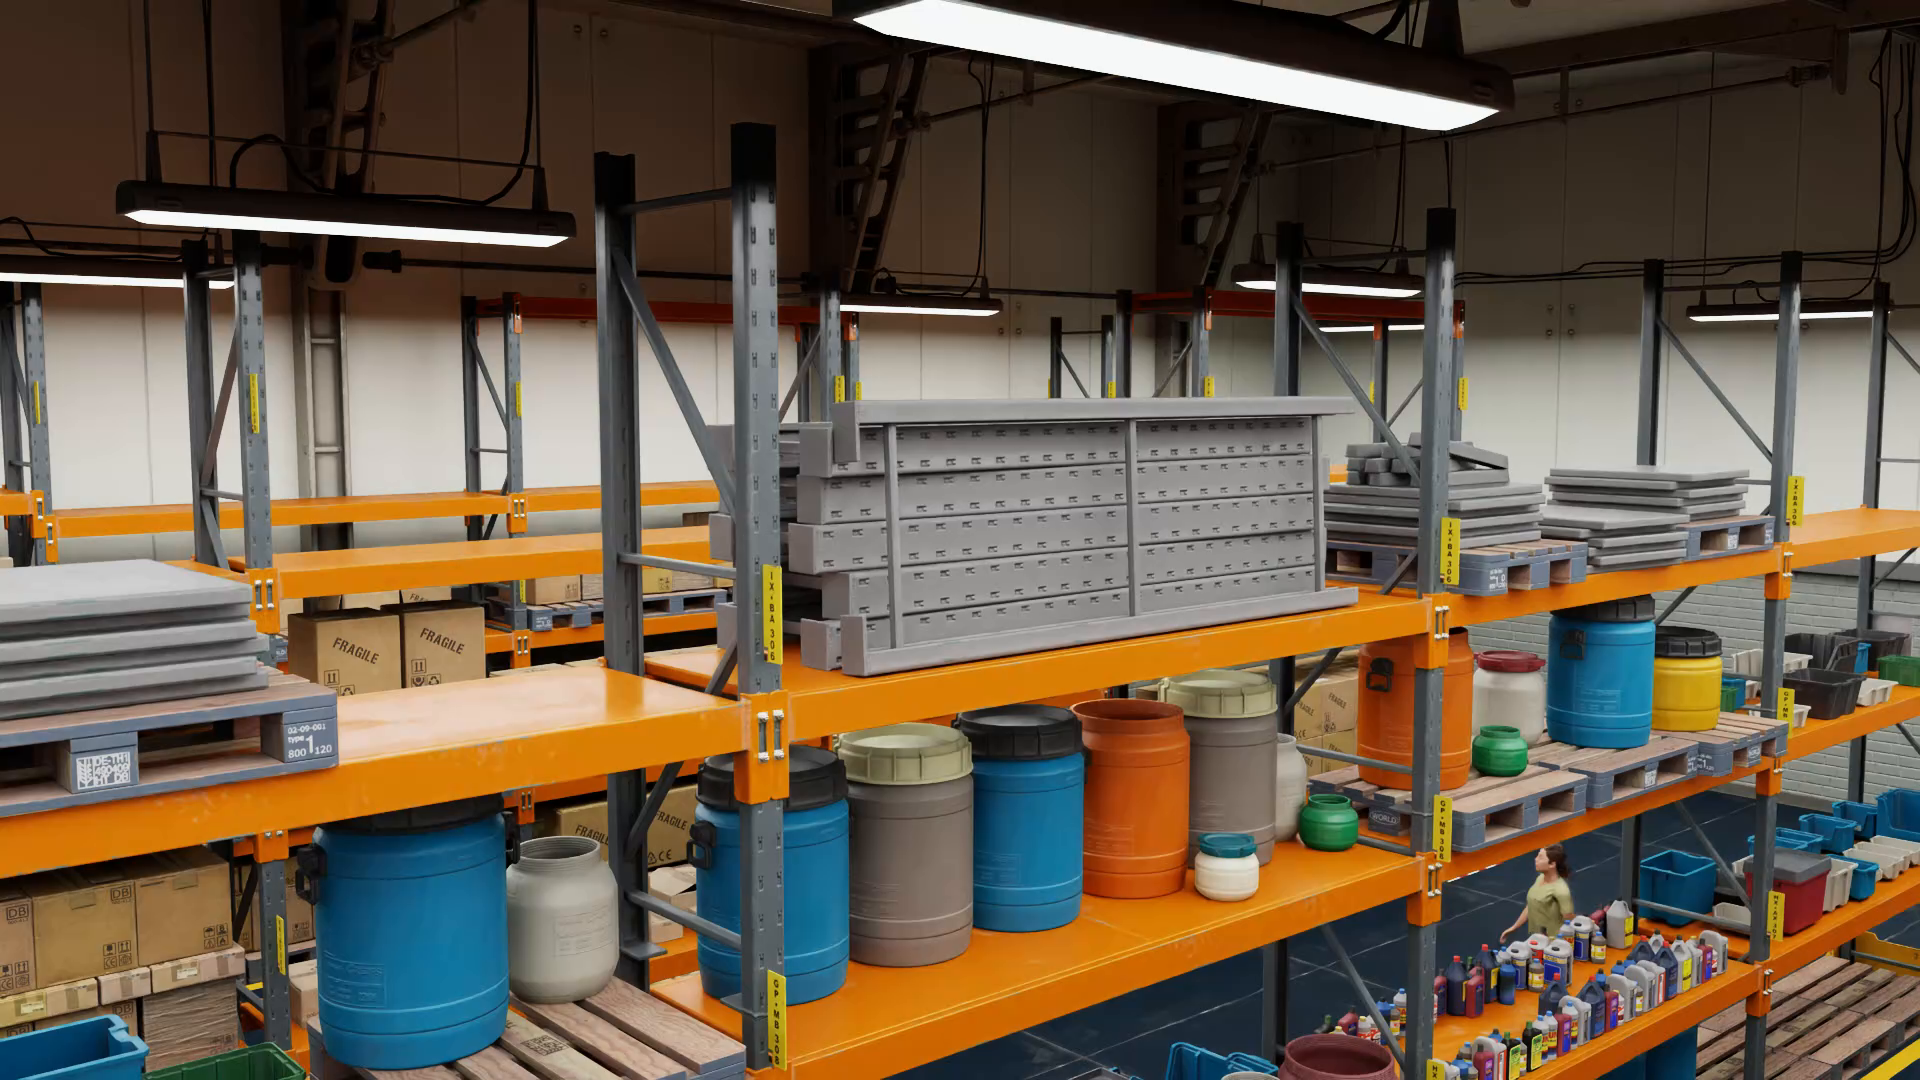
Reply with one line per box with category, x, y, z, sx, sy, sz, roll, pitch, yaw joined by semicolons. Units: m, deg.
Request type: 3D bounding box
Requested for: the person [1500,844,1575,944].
person;4.496;3.121;12.863;1.040;1.609;0.544;-2;6;-17
